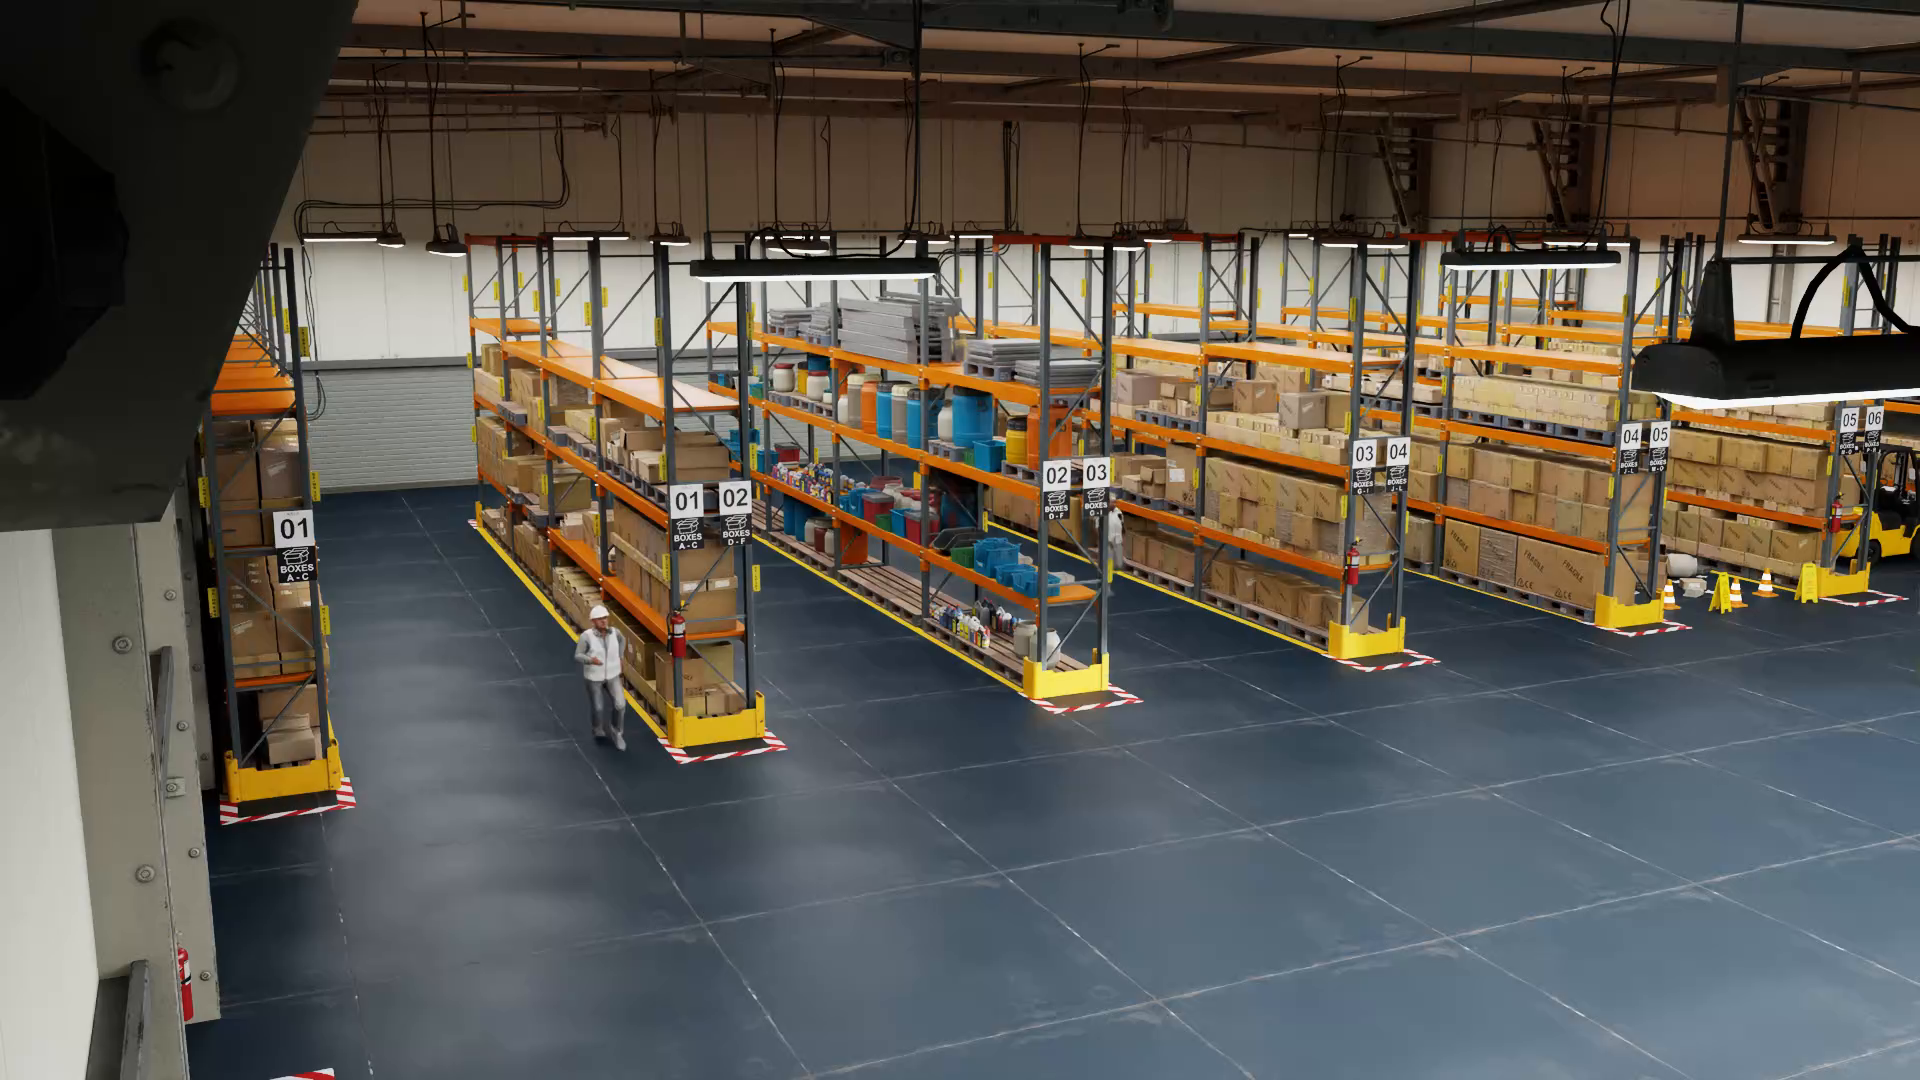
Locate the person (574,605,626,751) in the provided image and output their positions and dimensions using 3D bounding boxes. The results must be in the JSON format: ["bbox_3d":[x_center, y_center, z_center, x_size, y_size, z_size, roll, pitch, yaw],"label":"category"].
[{"bbox_3d":[-4.308,1.652,20.047,0.682,1.794,0.807,-5,12,-26],"label":"person"}]

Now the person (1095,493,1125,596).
[{"bbox_3d":[2.423,0.050,27.018,0.554,1.683,0.634,-5,12,-25],"label":"person"}]
